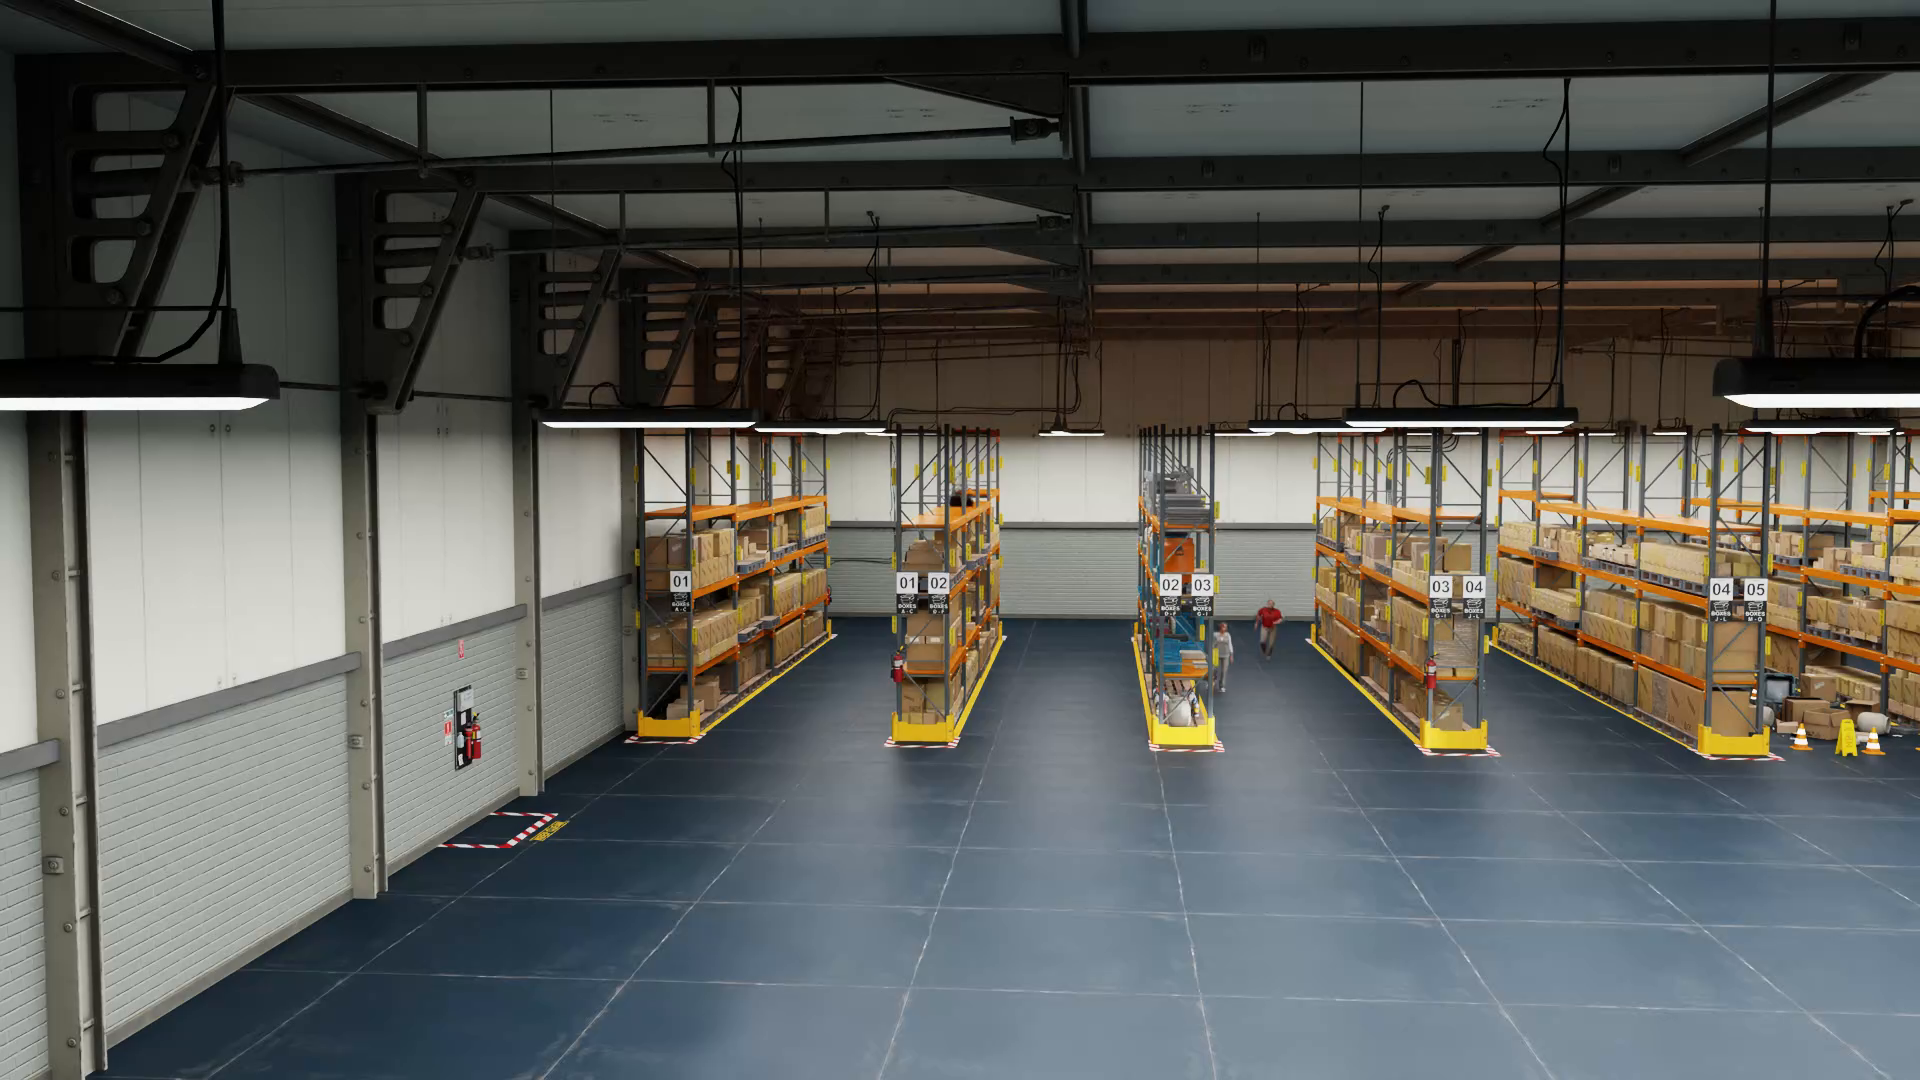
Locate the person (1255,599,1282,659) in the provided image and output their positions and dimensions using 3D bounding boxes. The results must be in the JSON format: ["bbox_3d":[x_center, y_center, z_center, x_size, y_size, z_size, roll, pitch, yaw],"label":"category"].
[{"bbox_3d":[7.944,2.312,42.807,0.691,1.597,0.923,1,4,9],"label":"person"}]

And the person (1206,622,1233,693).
[{"bbox_3d":[5.873,2.639,37.648,0.620,1.582,0.539,1,4,9],"label":"person"}]
